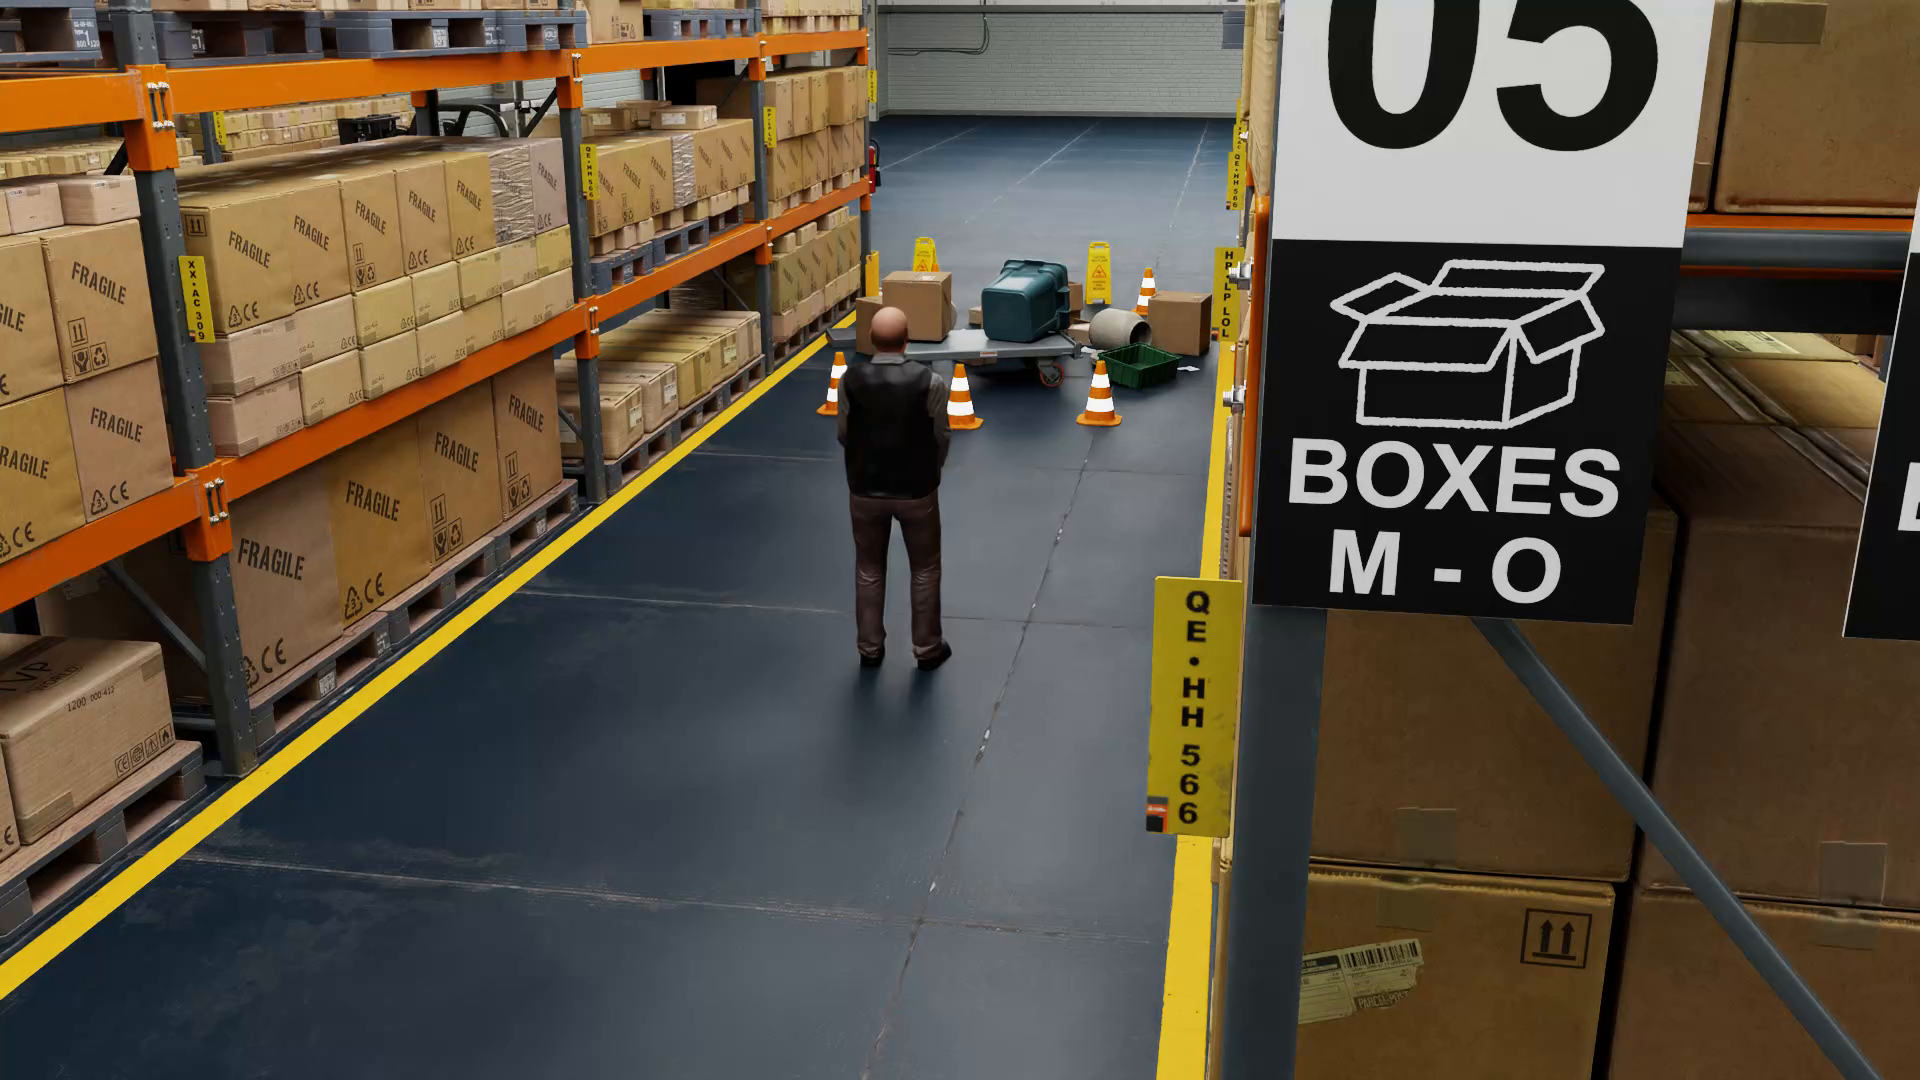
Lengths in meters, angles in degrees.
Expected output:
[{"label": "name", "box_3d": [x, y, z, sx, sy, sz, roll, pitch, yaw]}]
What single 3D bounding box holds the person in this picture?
[{"label": "person", "box_3d": [-0.307, -0.244, 7.843, 0.542, 1.728, 0.493, 3, 18, 8]}]
